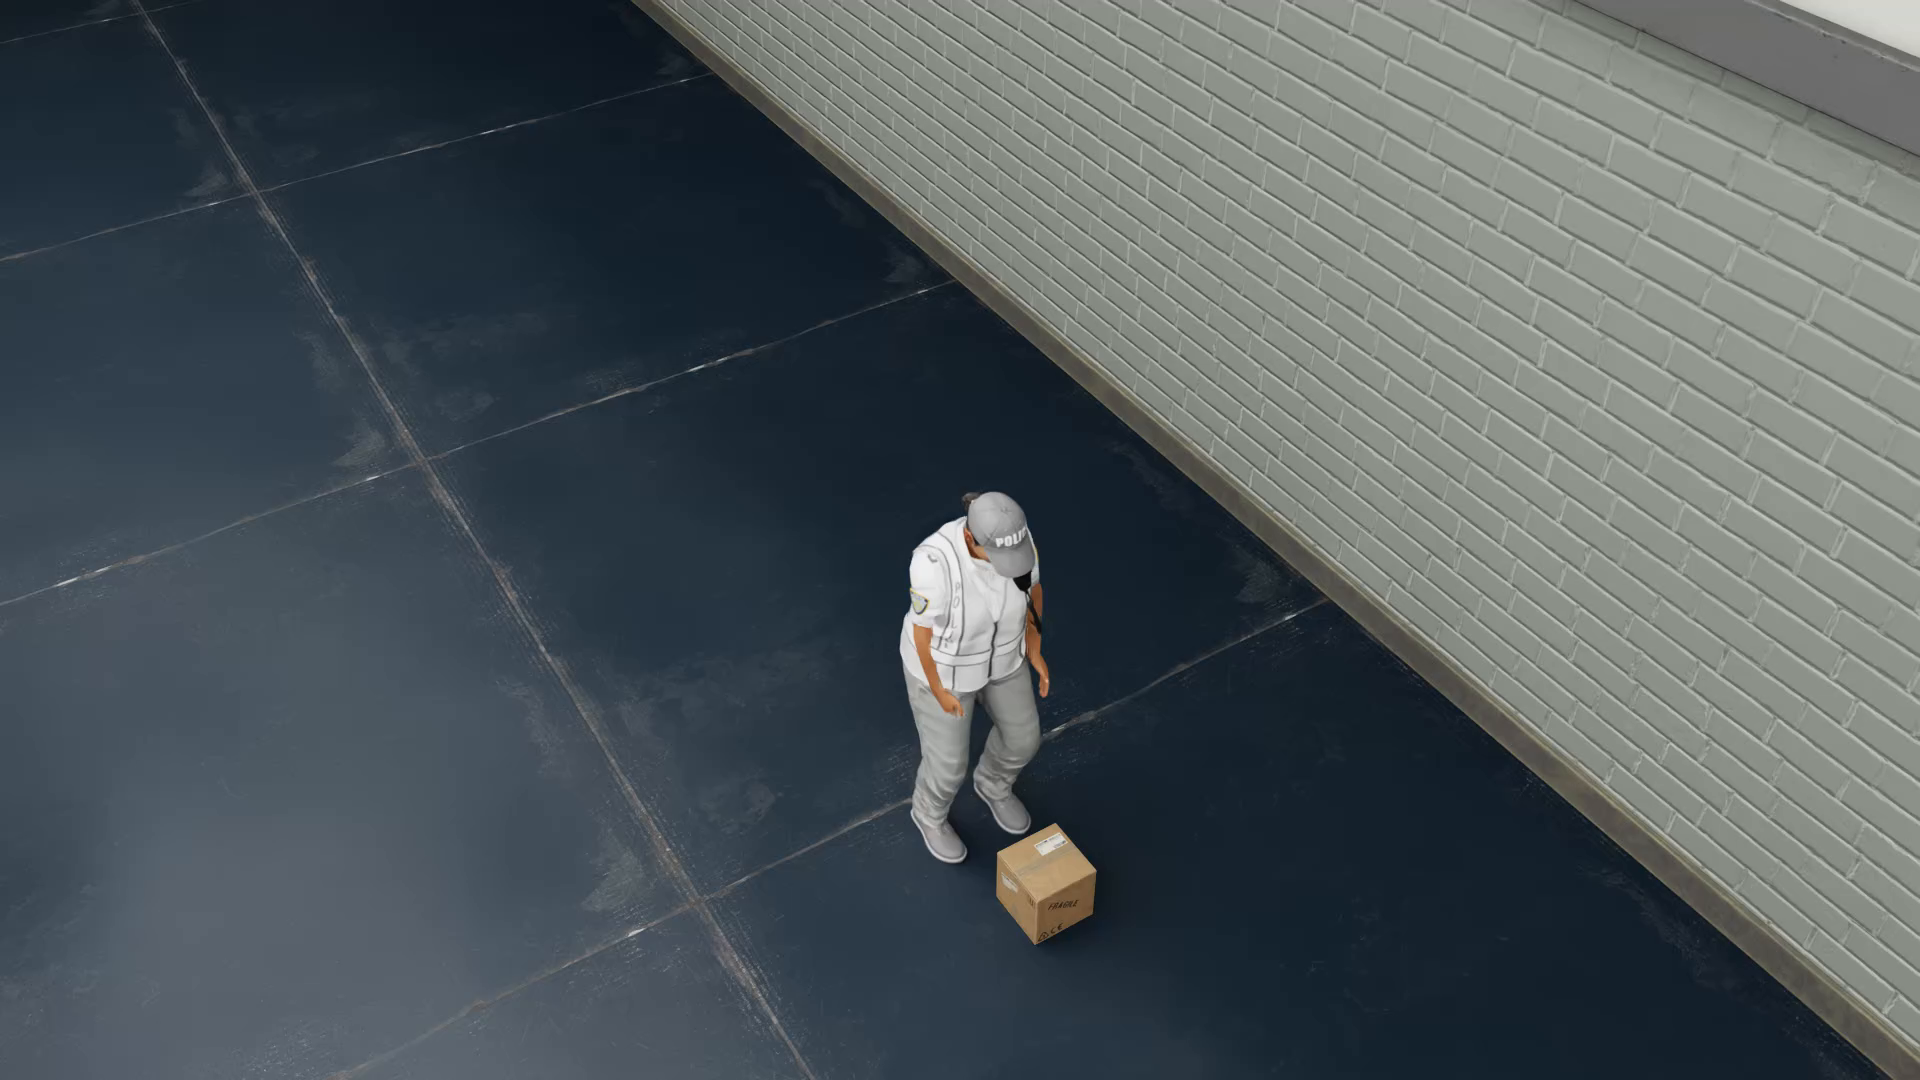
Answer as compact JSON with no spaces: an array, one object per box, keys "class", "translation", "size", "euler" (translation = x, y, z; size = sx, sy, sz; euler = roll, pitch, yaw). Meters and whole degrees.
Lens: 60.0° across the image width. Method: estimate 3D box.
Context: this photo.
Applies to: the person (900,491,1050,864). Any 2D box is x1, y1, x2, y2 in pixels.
[{"class":"person","translation":[0.064,0.434,5.702],"size":[0.496,1.619,0.479],"euler":[-22,45,-23]}]
